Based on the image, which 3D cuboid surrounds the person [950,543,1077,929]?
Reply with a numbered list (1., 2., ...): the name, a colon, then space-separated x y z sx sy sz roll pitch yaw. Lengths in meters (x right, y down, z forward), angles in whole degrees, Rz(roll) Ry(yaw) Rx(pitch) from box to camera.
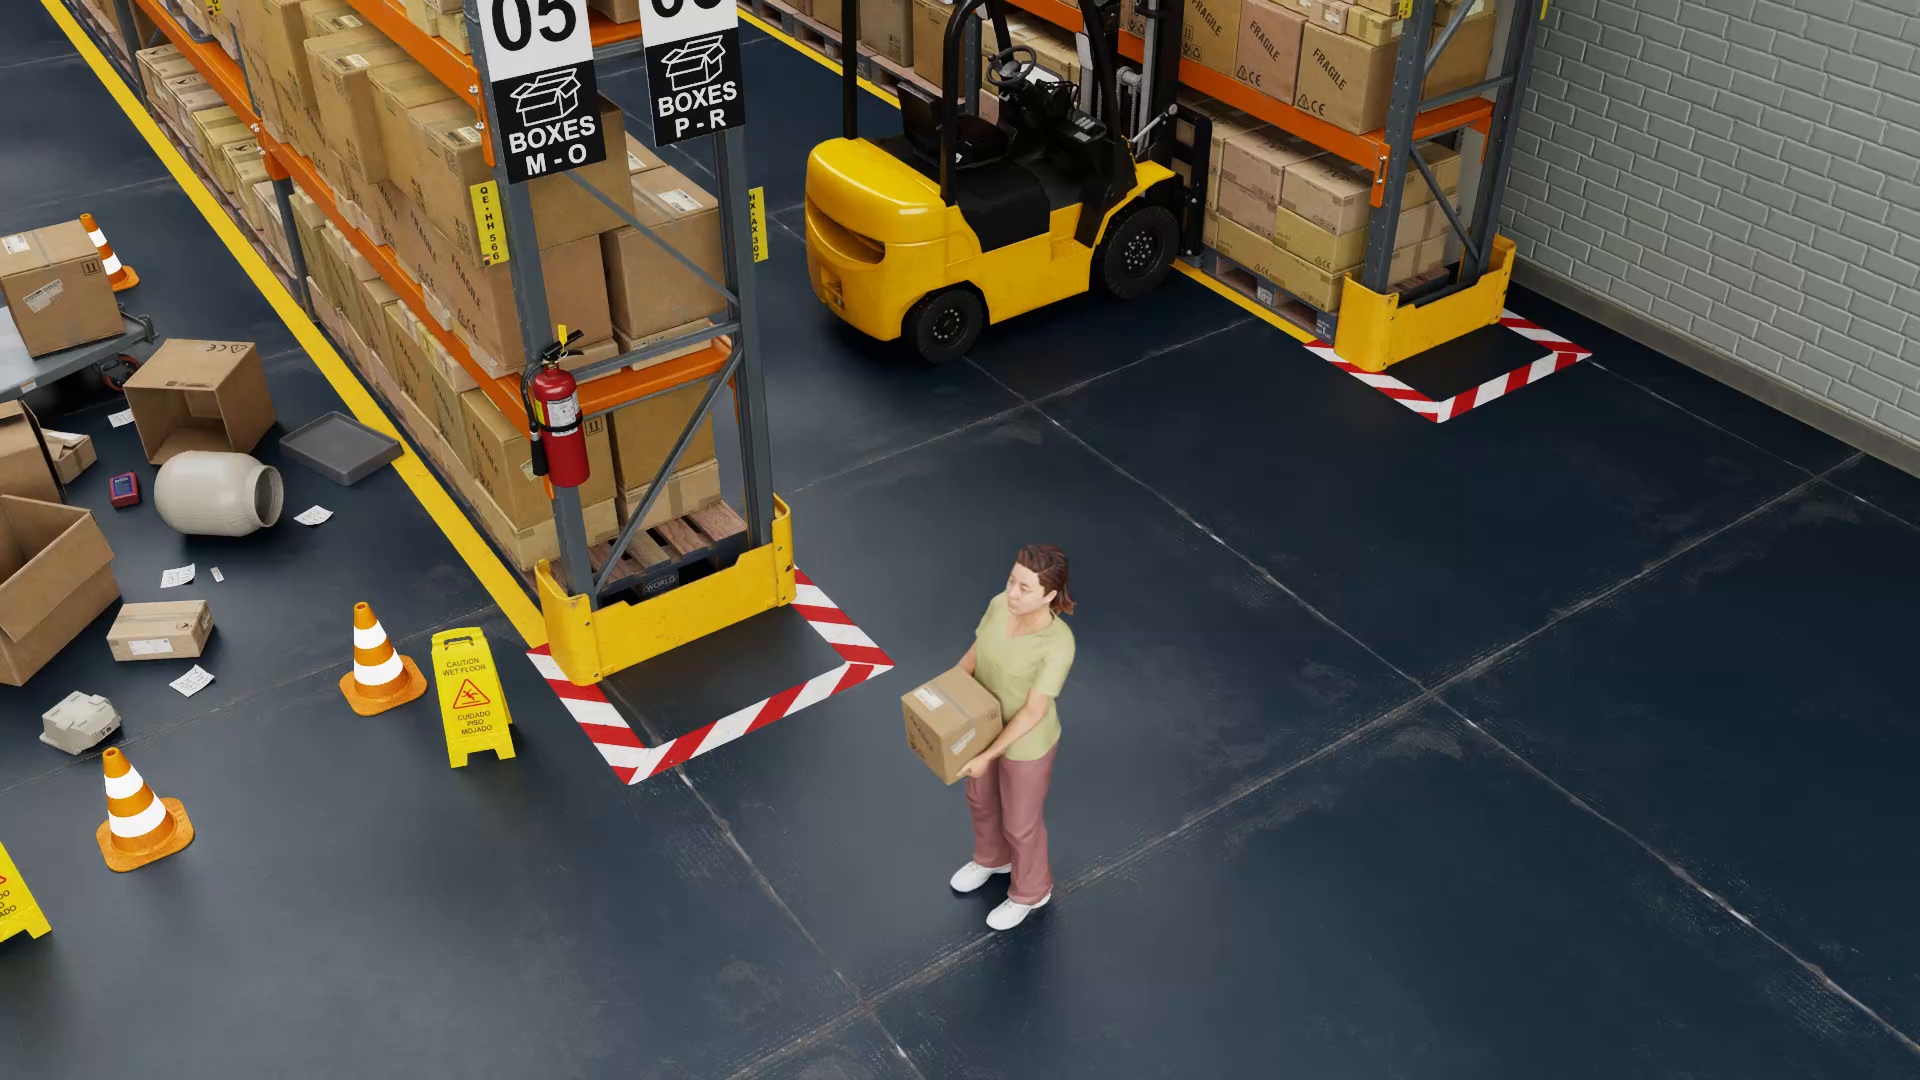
1. person: 0.147 0.735 6.018 0.559 1.662 0.428 -23 42 -27
